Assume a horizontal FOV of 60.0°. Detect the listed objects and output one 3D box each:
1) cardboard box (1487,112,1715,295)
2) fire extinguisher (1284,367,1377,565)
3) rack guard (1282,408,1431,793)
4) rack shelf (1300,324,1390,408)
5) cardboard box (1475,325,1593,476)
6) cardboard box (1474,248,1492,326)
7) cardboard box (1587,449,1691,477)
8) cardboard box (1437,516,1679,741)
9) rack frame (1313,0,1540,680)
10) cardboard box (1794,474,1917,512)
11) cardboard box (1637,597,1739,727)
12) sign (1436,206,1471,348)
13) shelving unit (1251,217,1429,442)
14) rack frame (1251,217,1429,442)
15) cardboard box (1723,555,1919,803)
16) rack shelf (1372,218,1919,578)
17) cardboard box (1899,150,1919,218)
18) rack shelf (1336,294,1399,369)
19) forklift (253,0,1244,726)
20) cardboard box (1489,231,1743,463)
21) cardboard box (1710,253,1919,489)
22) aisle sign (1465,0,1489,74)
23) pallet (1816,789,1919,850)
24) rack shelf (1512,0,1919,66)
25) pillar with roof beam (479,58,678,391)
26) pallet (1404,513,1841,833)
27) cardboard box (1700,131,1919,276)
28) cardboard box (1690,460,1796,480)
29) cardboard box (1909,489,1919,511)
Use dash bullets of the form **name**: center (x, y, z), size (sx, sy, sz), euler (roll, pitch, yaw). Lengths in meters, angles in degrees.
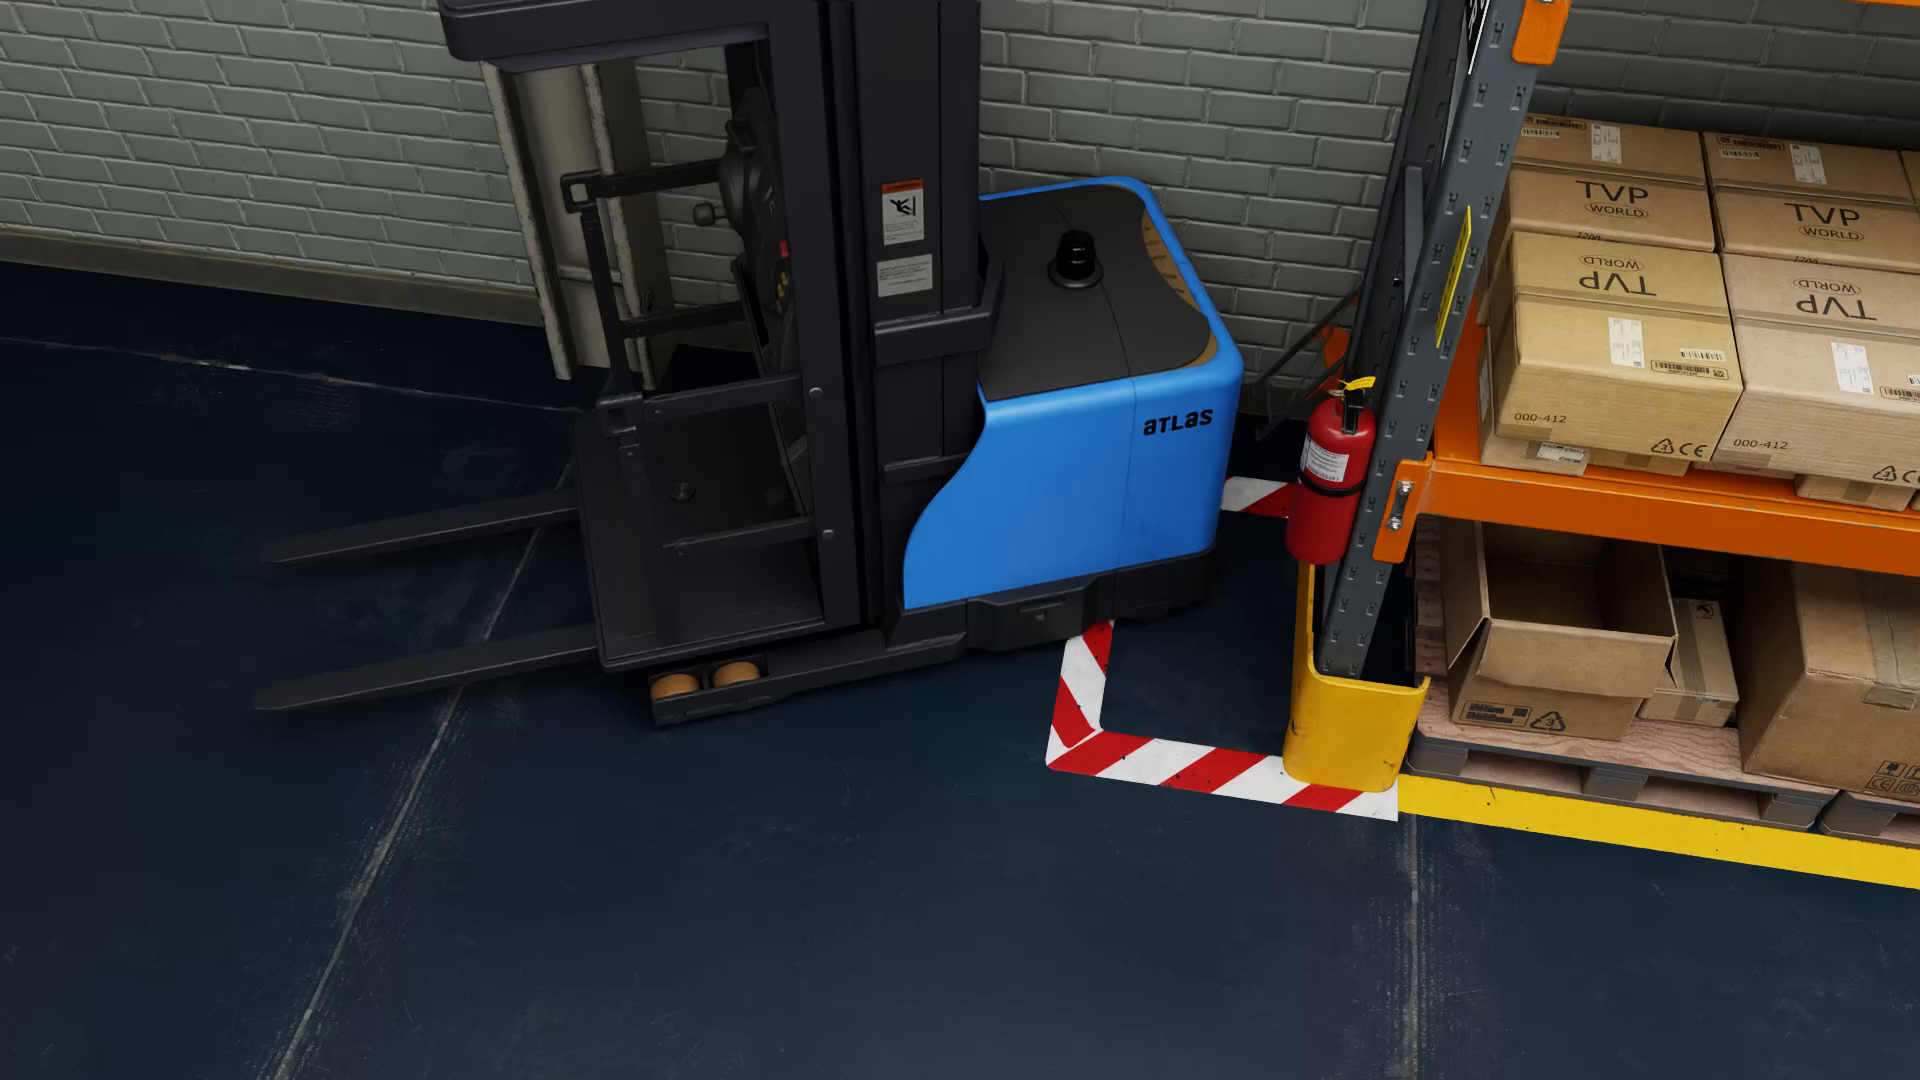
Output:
- **cardboard box**: center (1.684, -0.869, 4.415), size (0.500, 0.250, 0.500), euler (9, 49, 8)
- **fire extinguisher**: center (0.957, -0.217, 4.231), size (0.183, 0.674, 0.296), euler (8, 49, 7)
- **rack guard**: center (1.259, 0.159, 5.271), size (0.348, 0.500, 1.175), euler (8, 49, 7)
- **rack shelf**: center (1.400, -0.536, 5.655), size (0.480, 0.148, 0.258), euler (17, 54, -21)
- **cardboard box**: center (1.459, -0.358, 4.224), size (0.250, 0.149, 0.380), euler (7, 48, 7)
- **cardboard box**: center (1.558, -0.755, 4.581), size (0.250, 0.149, 0.380), euler (7, 48, 6)
- **cardboard box**: center (1.717, -0.358, 4.224), size (0.250, 0.149, 0.380), euler (9, 49, 8)
- **cardboard box**: center (1.769, 0.158, 4.987), size (0.637, 0.503, 0.797), euler (6, 48, 5)
- **rack frame**: center (1.184, -0.686, 4.350), size (0.127, 3.000, 1.000), euler (8, 49, 7)
- **cardboard box**: center (2.220, -0.270, 4.145), size (0.250, 0.149, 0.380), euler (9, 49, 8)
- **cardboard box**: center (2.180, 0.361, 5.043), size (0.250, 0.149, 0.380), euler (6, 48, 5)
- **sign**: center (1.087, -0.578, 3.671), size (0.005, 0.325, 0.100), euler (8, 49, 7)
- **shelving unit**: center (1.519, -0.664, 5.454), size (0.503, 1.200, 0.258), euler (17, 54, -21)
- **rack frame**: center (1.300, -0.731, 5.368), size (0.015, 1.200, 0.240), euler (17, 54, -21)
- **cardboard box**: center (2.603, 0.301, 4.861), size (0.500, 0.500, 0.700), euler (9, 49, 8)
- **rack shelf**: center (3.152, -0.181, 4.380), size (4.000, 0.370, 1.077), euler (8, 49, 7)
- **cardboard box**: center (2.677, -0.731, 4.291), size (0.500, 0.250, 0.500), euler (9, 49, 8)
- **rack shelf**: center (1.489, -0.632, 5.505), size (0.480, 0.148, 0.258), euler (17, 54, -21)
- **forklift**: center (-0.737, -0.840, 4.535), size (3.031, 2.935, 1.130), euler (-11, 49, -9)
- **cardboard box**: center (1.582, -0.478, 4.064), size (0.500, 0.250, 0.500), euler (8, 49, 7)
- **cardboard box**: center (2.079, -0.412, 4.004), size (0.500, 0.250, 0.500), euler (8, 49, 7)
- **aisle sign**: center (1.064, -1.349, 3.198), size (0.004, 0.787, 0.394), euler (8, 49, 7)
- **pallet**: center (3.240, 0.524, 5.138), size (1.213, 0.211, 1.003), euler (8, 49, 7)
- **rack shelf**: center (3.152, -1.184, 3.264), size (4.000, 0.370, 1.077), euler (8, 49, 7)
- **pillar with roof beam**: center (-2.075, -0.557, 0.200), size (0.400, 9.000, 9.100), euler (8, 49, 7)
- **pallet**: center (2.043, 0.361, 5.284), size (1.213, 0.211, 1.003), euler (8, 49, 7)
- **cardboard box**: center (2.191, -0.800, 4.353), size (0.500, 0.250, 0.500), euler (8, 49, 7)
- **cardboard box**: center (1.982, -0.349, 4.216), size (0.250, 0.149, 0.380), euler (7, 48, 6)
- **cardboard box**: center (2.482, -0.239, 4.117), size (0.250, 0.149, 0.380), euler (8, 49, 7)
